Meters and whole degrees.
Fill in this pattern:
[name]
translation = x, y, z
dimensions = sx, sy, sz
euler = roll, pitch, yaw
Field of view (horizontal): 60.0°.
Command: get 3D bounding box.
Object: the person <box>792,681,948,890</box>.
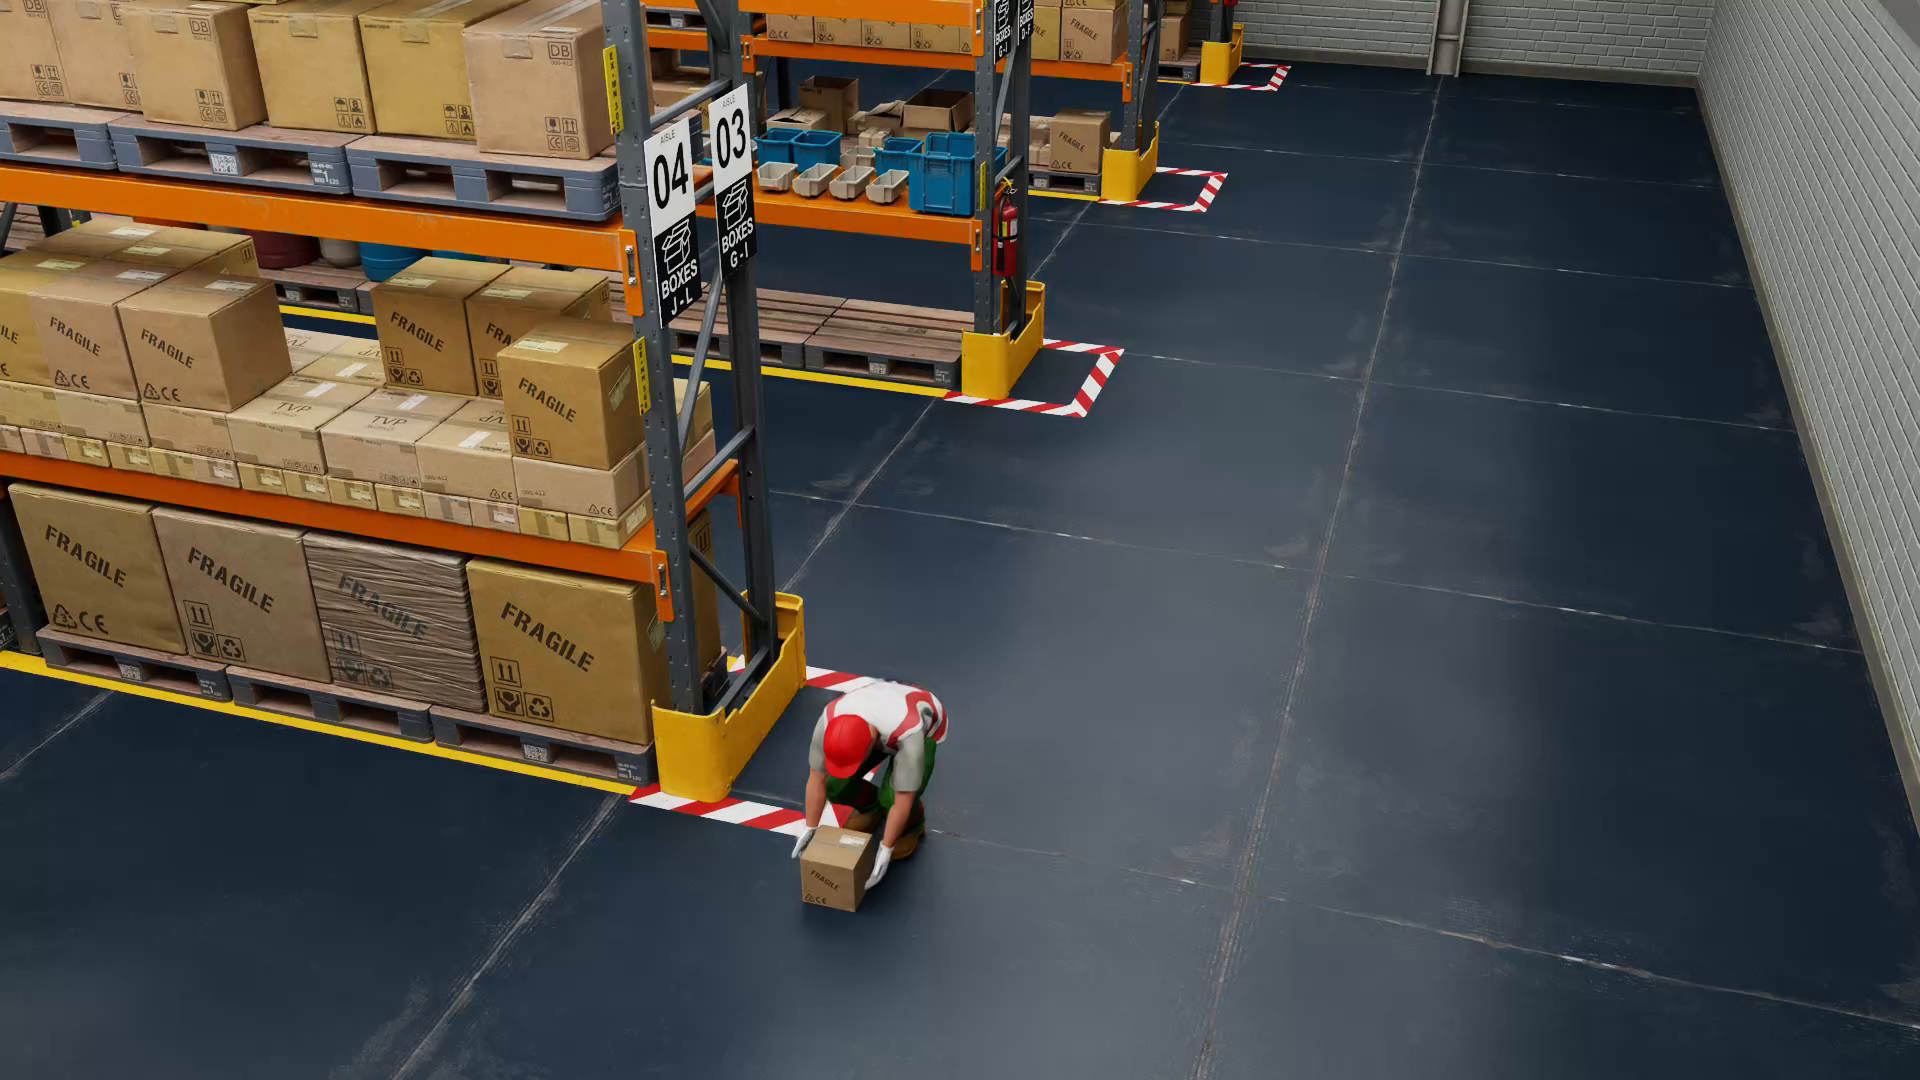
[person]
translation = -0.362, 1.018, 7.512
dimensions = 0.571, 0.954, 0.895
euler = 15, 32, 25
